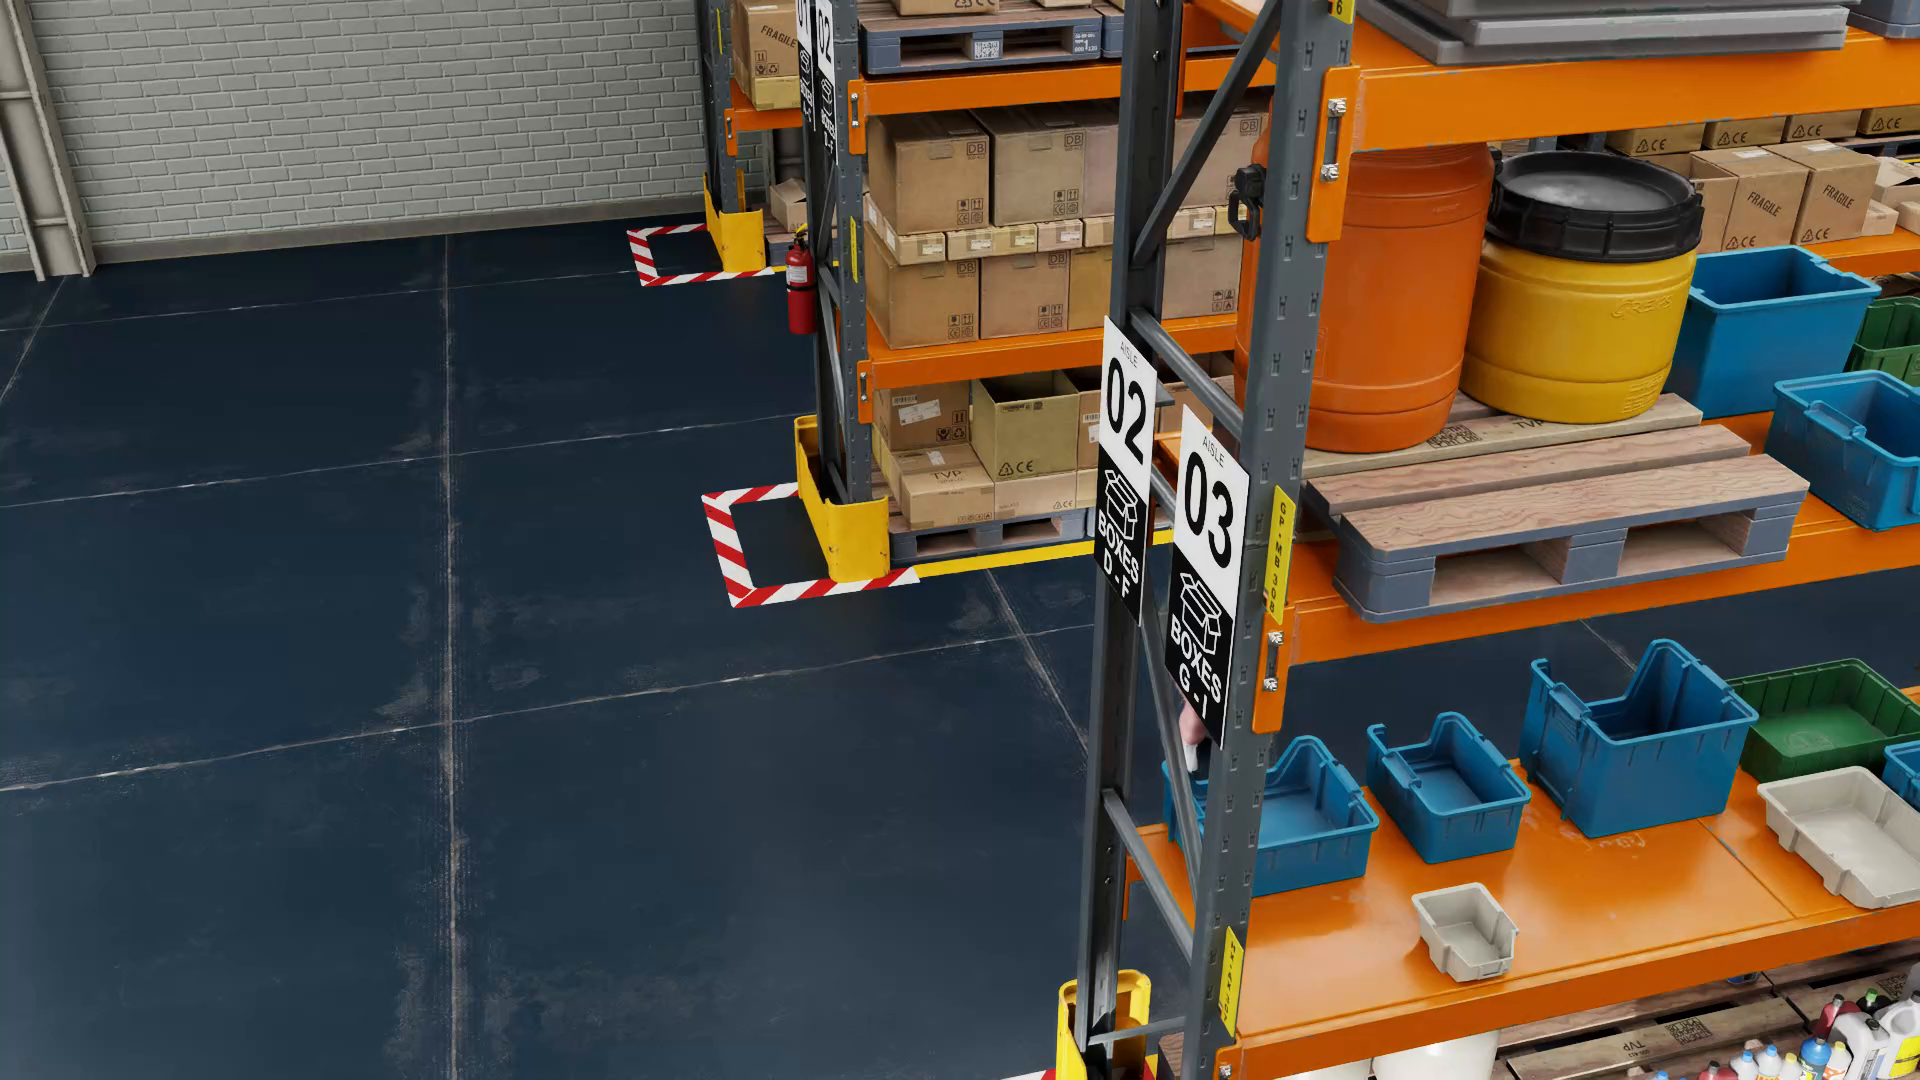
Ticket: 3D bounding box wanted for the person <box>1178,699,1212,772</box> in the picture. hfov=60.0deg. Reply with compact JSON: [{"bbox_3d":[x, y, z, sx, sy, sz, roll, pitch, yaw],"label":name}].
[{"bbox_3d":[1.250,0.287,7.724,0.353,1.662,0.564,25,39,36],"label":"person"}]
